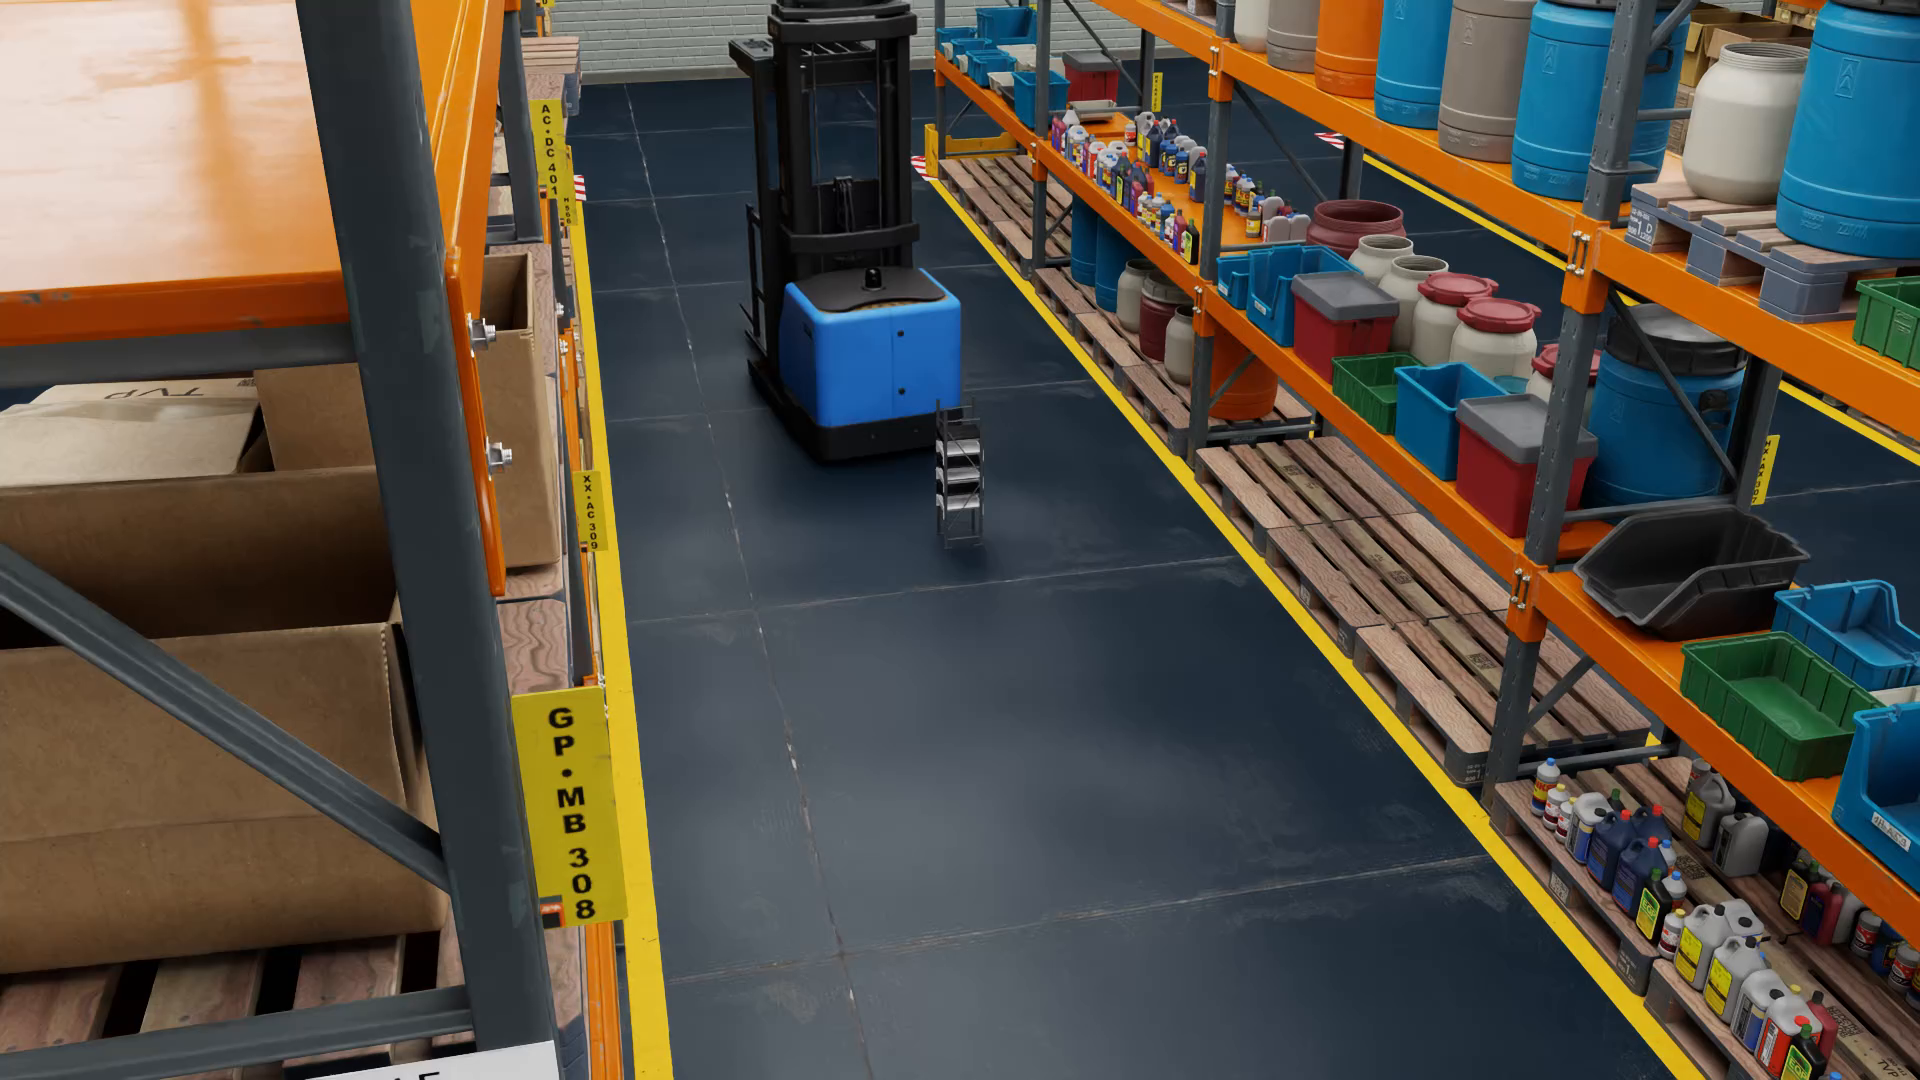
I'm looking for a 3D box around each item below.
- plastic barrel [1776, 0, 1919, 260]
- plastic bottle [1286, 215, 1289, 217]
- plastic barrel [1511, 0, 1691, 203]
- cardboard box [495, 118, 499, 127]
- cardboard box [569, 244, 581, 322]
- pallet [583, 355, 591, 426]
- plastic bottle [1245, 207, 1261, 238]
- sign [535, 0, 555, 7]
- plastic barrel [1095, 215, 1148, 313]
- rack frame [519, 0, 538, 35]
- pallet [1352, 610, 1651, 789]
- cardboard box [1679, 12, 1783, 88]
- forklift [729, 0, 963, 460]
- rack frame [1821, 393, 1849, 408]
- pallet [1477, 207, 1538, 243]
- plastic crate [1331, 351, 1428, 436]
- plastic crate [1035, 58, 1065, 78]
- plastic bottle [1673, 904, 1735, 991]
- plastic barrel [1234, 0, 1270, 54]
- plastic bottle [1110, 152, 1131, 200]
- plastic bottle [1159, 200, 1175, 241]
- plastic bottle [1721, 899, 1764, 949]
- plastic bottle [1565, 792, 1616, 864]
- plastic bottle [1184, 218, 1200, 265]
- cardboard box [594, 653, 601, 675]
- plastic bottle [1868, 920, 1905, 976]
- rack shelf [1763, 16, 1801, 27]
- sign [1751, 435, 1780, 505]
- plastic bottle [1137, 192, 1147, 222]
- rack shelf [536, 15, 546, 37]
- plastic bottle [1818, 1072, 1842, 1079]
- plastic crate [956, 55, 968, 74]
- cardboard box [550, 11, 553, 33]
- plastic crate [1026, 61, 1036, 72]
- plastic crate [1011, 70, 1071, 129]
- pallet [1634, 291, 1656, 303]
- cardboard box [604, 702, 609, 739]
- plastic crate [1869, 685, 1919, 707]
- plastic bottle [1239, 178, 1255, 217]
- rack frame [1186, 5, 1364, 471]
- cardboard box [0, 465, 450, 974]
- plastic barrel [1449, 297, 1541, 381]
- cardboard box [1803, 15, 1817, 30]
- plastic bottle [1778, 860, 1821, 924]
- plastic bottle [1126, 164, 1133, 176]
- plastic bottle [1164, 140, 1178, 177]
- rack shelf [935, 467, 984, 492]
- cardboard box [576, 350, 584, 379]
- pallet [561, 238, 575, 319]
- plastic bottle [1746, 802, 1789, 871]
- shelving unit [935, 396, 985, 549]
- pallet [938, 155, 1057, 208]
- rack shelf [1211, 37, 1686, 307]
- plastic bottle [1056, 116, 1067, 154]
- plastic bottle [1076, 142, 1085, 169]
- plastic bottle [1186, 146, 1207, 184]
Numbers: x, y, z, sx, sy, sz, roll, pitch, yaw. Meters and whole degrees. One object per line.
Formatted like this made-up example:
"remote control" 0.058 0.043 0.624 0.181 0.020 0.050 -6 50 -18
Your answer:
"plastic barrel" 3.056 -1.429 5.400 0.600 0.901 0.708 -6 27 -12
"plastic bottle" 2.231 -2.113 11.327 0.097 0.201 0.097 0 27 0
"plastic barrel" 2.610 -1.890 6.781 0.600 0.901 0.708 -6 27 -12
"cardboard box" -2.262 -1.930 7.116 0.500 0.250 0.500 -8 28 -16
"cardboard box" -3.303 -2.030 13.228 0.500 0.500 0.500 -6 27 -12
"pallet" -3.195 -1.002 12.001 1.003 0.211 1.213 -6 27 -12
"plastic bottle" 2.031 -2.199 11.497 0.097 0.201 0.097 0 27 0
"sign" -2.249 -3.039 8.951 0.100 0.325 0.005 -6 27 -12
"plastic barrel" 1.399 -2.337 13.415 0.600 0.901 0.708 -6 27 -12
"rack frame" -2.792 -4.059 8.305 1.000 3.000 0.127 -6 27 -12
"pallet" 2.722 0.778 8.474 1.003 0.211 1.213 -6 27 -12
"cardboard box" 6.255 -4.052 13.724 0.797 0.503 0.637 -6 27 -11
"forklift" -0.966 -2.485 11.920 1.130 2.935 3.031 -9 28 -18
"rack frame" 6.861 -2.385 11.646 1.000 3.000 0.127 -6 27 -12
"pallet" 5.864 -3.238 16.431 1.003 0.211 1.213 -6 27 -12
"plastic crate" 2.269 -0.767 8.677 0.450 0.188 0.662 -6 27 -12
"plastic crate" 0.969 -4.301 15.507 0.437 0.282 0.530 -6 27 -12
"plastic bottle" 2.852 1.526 6.349 0.144 0.351 0.185 -6 27 -12
"plastic barrel" 1.807 -3.104 9.617 0.421 0.512 0.421 0 27 0
"plastic bottle" 1.204 -2.710 12.345 0.144 0.351 0.185 -6 27 -12
"plastic bottle" 1.424 -2.198 11.419 0.097 0.271 0.097 0 27 0
"plastic bottle" 2.991 1.533 6.418 0.152 0.276 0.135 -6 27 -12
"plastic bottle" 2.681 1.217 7.044 0.152 0.276 0.135 -5 27 -10
"plastic bottle" 1.528 -1.964 10.942 0.061 0.283 0.133 -6 27 -12
"cardboard box" -1.848 0.738 7.422 0.500 0.311 0.500 -6 27 -12
"plastic bottle" 3.587 1.541 6.409 0.097 0.271 0.097 0 27 0
"rack shelf" 10.364 -5.157 17.937 1.077 0.370 4.000 -6 27 -12
"sign" 3.475 -0.301 7.210 0.100 0.325 0.005 -6 27 -12
"plastic bottle" 1.314 -2.381 11.858 0.097 0.201 0.097 0 27 0
"rack shelf" -3.242 -3.277 10.882 1.077 0.370 4.000 -6 27 -12
"plastic bottle" 2.997 1.921 5.732 0.097 0.201 0.097 0 27 0
"plastic crate" 0.112 -4.714 16.487 0.250 0.136 0.298 -6 27 -12
"cardboard box" -3.990 -4.767 15.146 0.500 0.500 0.500 -5 27 -10
"plastic crate" 0.815 -4.587 16.235 0.298 0.136 0.250 -6 27 -12
"plastic crate" 0.696 -3.828 14.457 0.392 0.384 0.575 -6 27 -12
"pallet" 6.485 -2.029 14.035 1.003 0.211 1.213 -6 27 -12
"cardboard box" -1.854 0.988 7.548 0.500 0.250 0.500 -5 27 -10
"plastic crate" 3.549 0.679 5.869 0.530 0.136 0.437 -6 27 -12
"plastic bottle" 2.067 -2.464 11.946 0.097 0.271 0.097 0 27 0
"rack frame" 2.035 -1.882 10.650 1.000 3.000 0.127 -6 27 -12
"cardboard box" -1.114 0.243 2.374 0.797 0.503 0.637 -4 27 -8
"plastic barrel" 2.769 -0.951 8.655 0.433 0.535 0.433 0 27 0
"cardboard box" 9.773 -5.838 18.766 0.380 0.149 0.250 -7 28 -13
"plastic bottle" 3.384 1.391 6.691 0.061 0.283 0.133 -6 27 -12
"plastic bottle" 1.258 -2.612 12.225 0.061 0.283 0.133 -6 27 -12
"plastic bottle" 1.646 -2.979 12.966 0.097 0.271 0.097 0 27 0
"rack shelf" -0.002 -0.376 10.069 0.258 0.077 0.200 -6 27 -12
"cardboard box" -2.739 -0.919 11.028 0.500 0.500 0.500 -7 28 -13
"pallet" -3.013 -1.586 10.275 1.213 0.211 1.003 -6 27 -12
"plastic bottle" 3.406 1.198 7.000 0.144 0.351 0.185 -7 28 -14
"shelving unit" -0.002 -0.405 10.054 0.258 0.900 0.210 -6 27 -12
"pallet" 0.380 -3.783 17.511 1.003 0.211 1.213 -6 27 -12
"rack shelf" 2.486 -2.022 8.397 1.077 0.370 4.000 -6 27 -12
"plastic bottle" 0.831 -3.323 13.635 0.061 0.283 0.133 -6 27 -12
"plastic bottle" 0.971 -3.051 13.185 0.097 0.201 0.097 0 27 0
"plastic bottle" 1.816 -2.900 12.804 0.152 0.276 0.135 -6 27 -12
